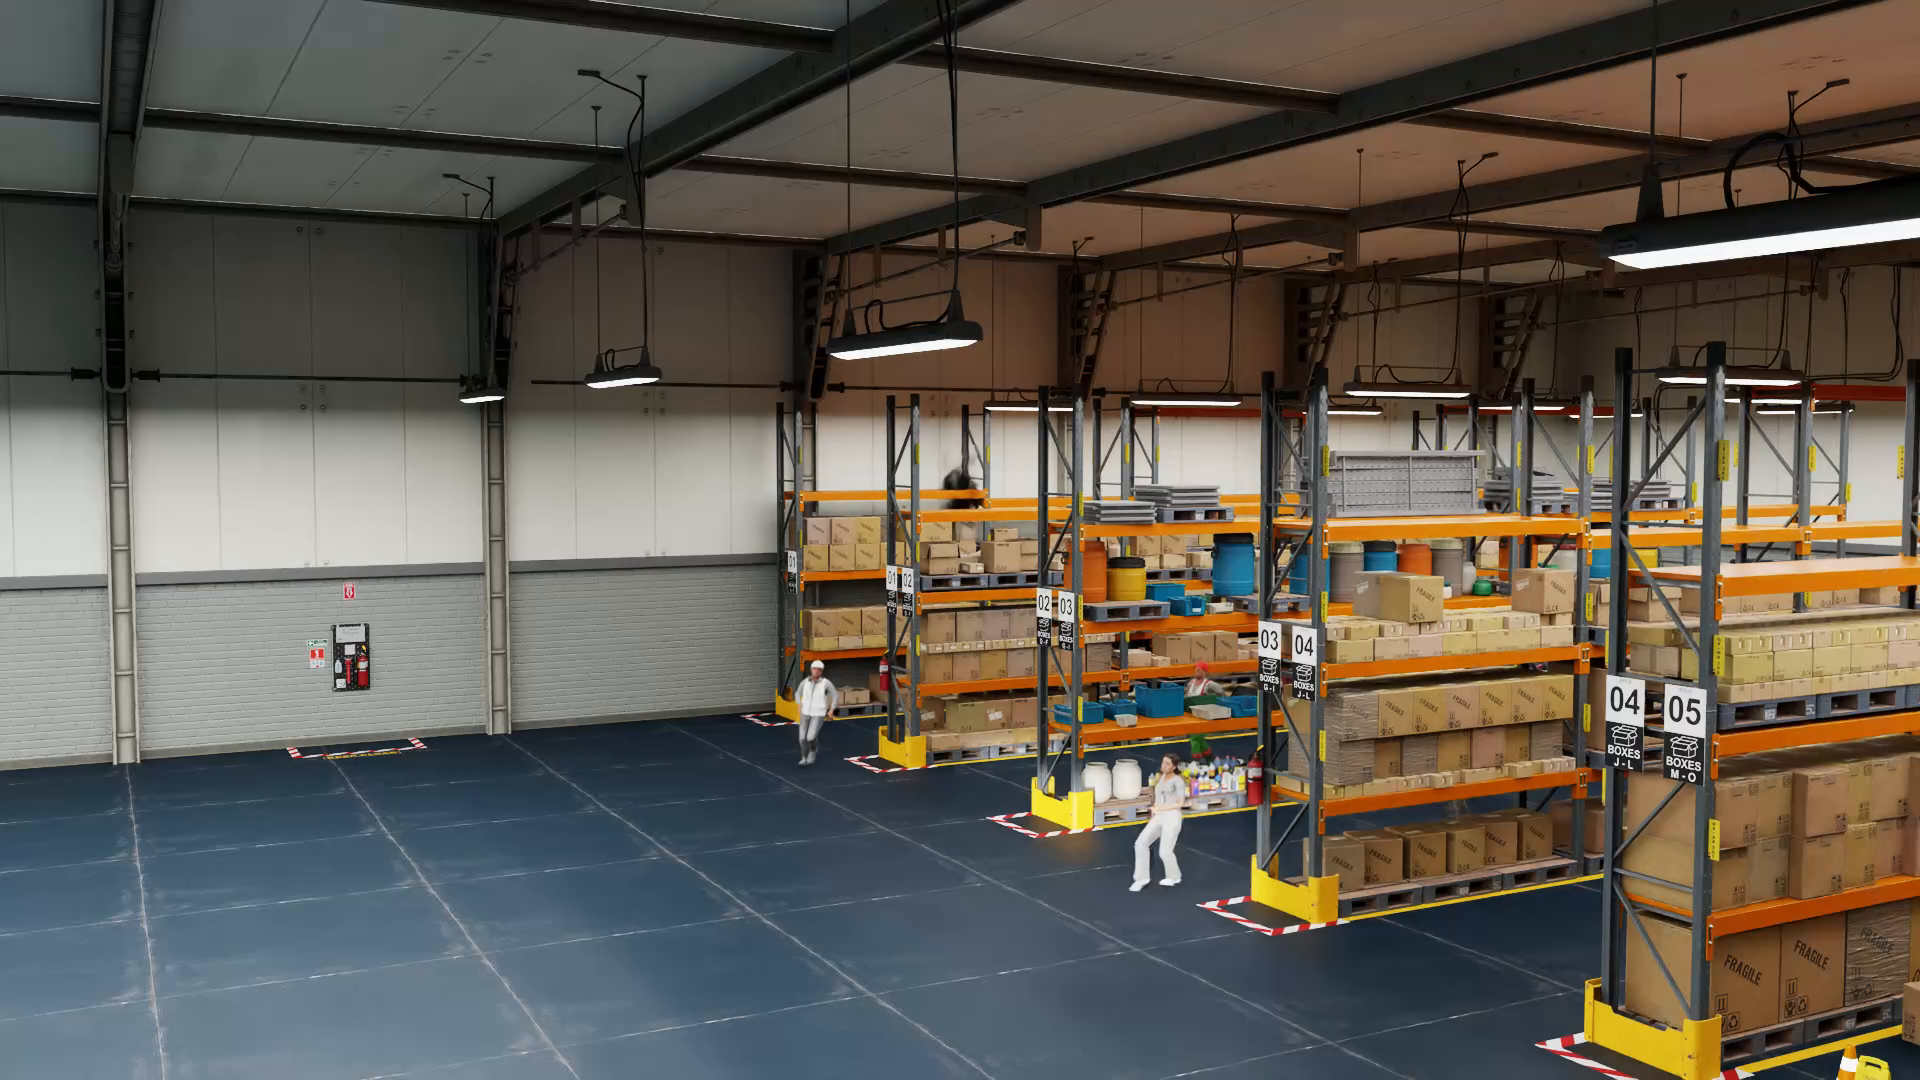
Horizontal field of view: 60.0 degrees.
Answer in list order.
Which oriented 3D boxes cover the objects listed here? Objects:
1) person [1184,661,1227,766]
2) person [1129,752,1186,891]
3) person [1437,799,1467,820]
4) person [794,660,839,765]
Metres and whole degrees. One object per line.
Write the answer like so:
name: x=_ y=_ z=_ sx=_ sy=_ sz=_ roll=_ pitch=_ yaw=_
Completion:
person: x=3.724 y=2.796 z=25.788 sx=0.765 sy=1.832 sz=0.632 roll=-2 pitch=4 yaw=-32
person: x=2.380 y=3.286 z=19.289 sx=0.681 sy=1.662 sz=0.571 roll=-2 pitch=4 yaw=-36
person: x=6.589 y=3.089 z=22.286 sx=0.567 sy=1.615 sz=0.593 roll=-3 pitch=4 yaw=-41
person: x=-2.339 y=2.786 z=26.693 sx=0.705 sy=1.717 sz=0.583 roll=1 pitch=3 yaw=15
